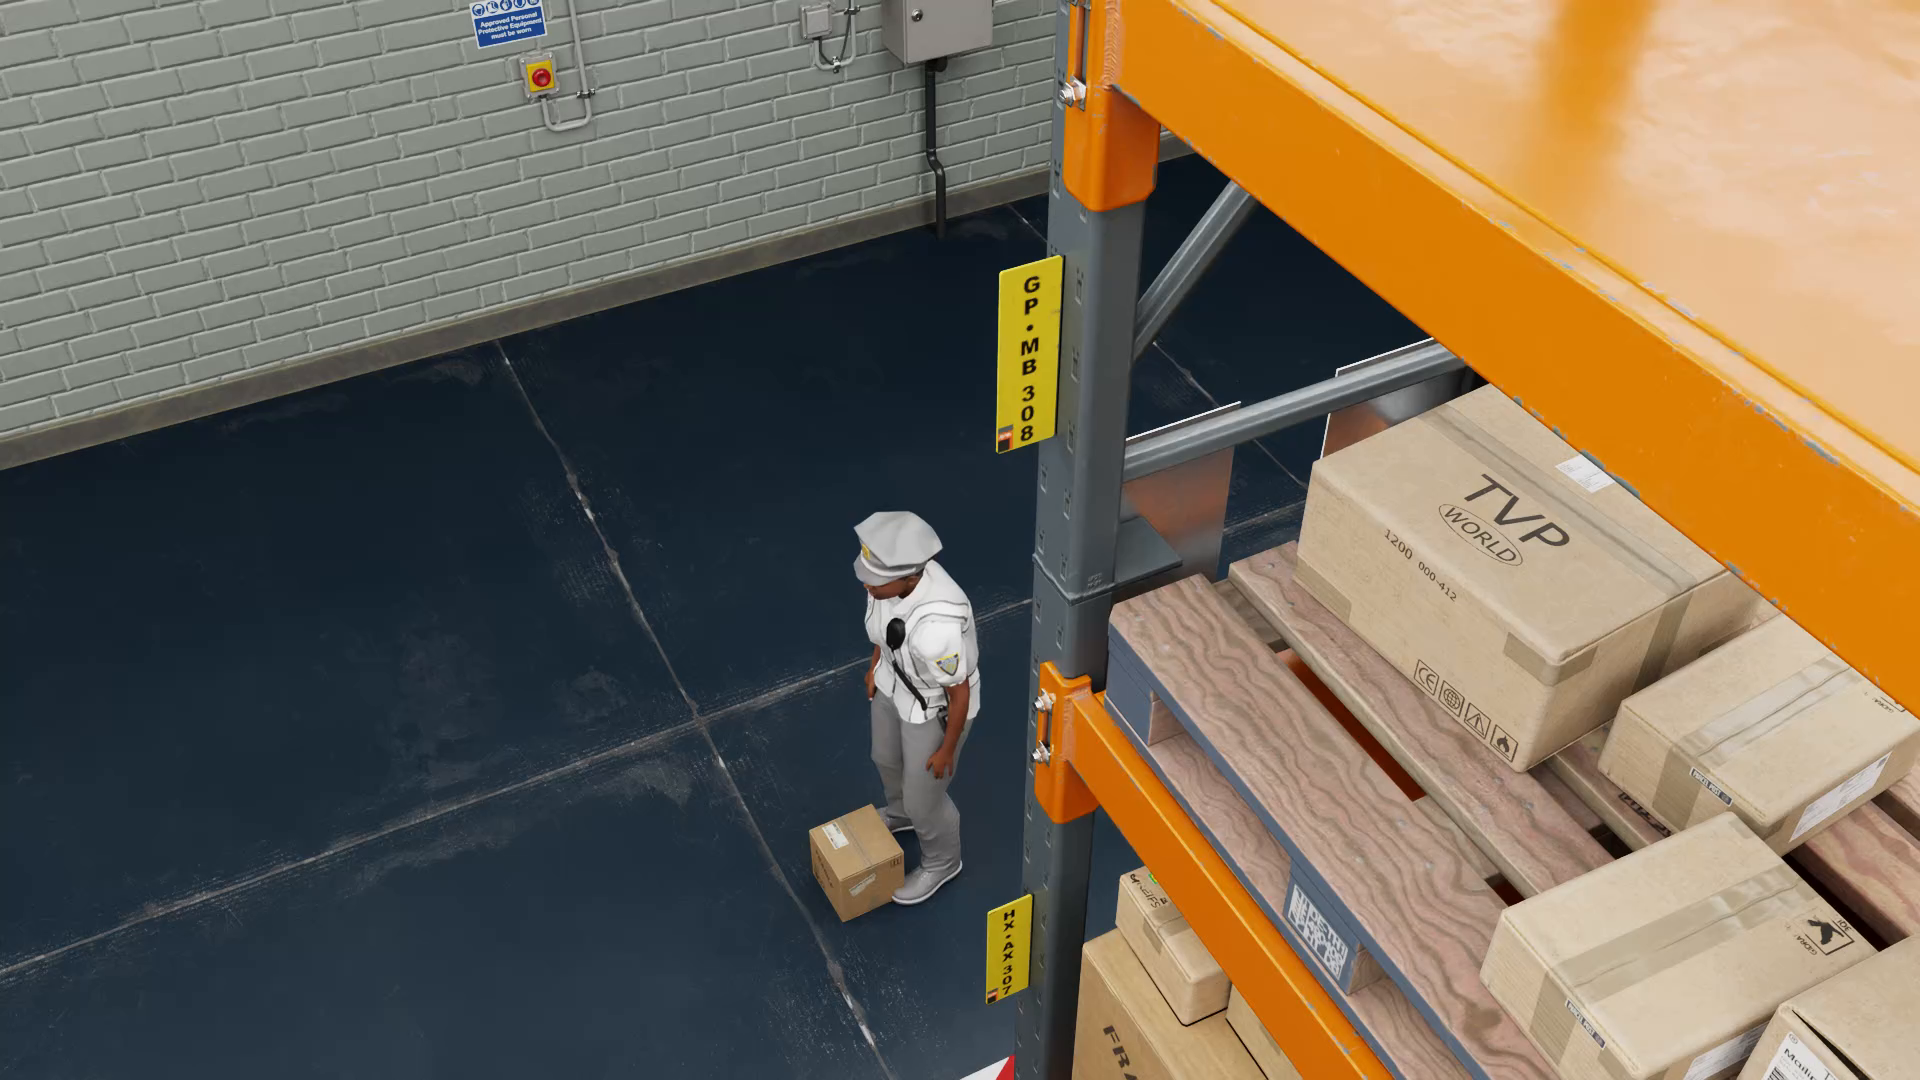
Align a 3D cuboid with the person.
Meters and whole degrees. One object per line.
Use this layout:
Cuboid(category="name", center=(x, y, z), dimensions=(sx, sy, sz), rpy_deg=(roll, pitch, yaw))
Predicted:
Cuboid(category="person", center=(-0.157, 0.546, 5.540), dimensions=(0.396, 1.661, 0.532), rpy_deg=(-22, 46, -23))
